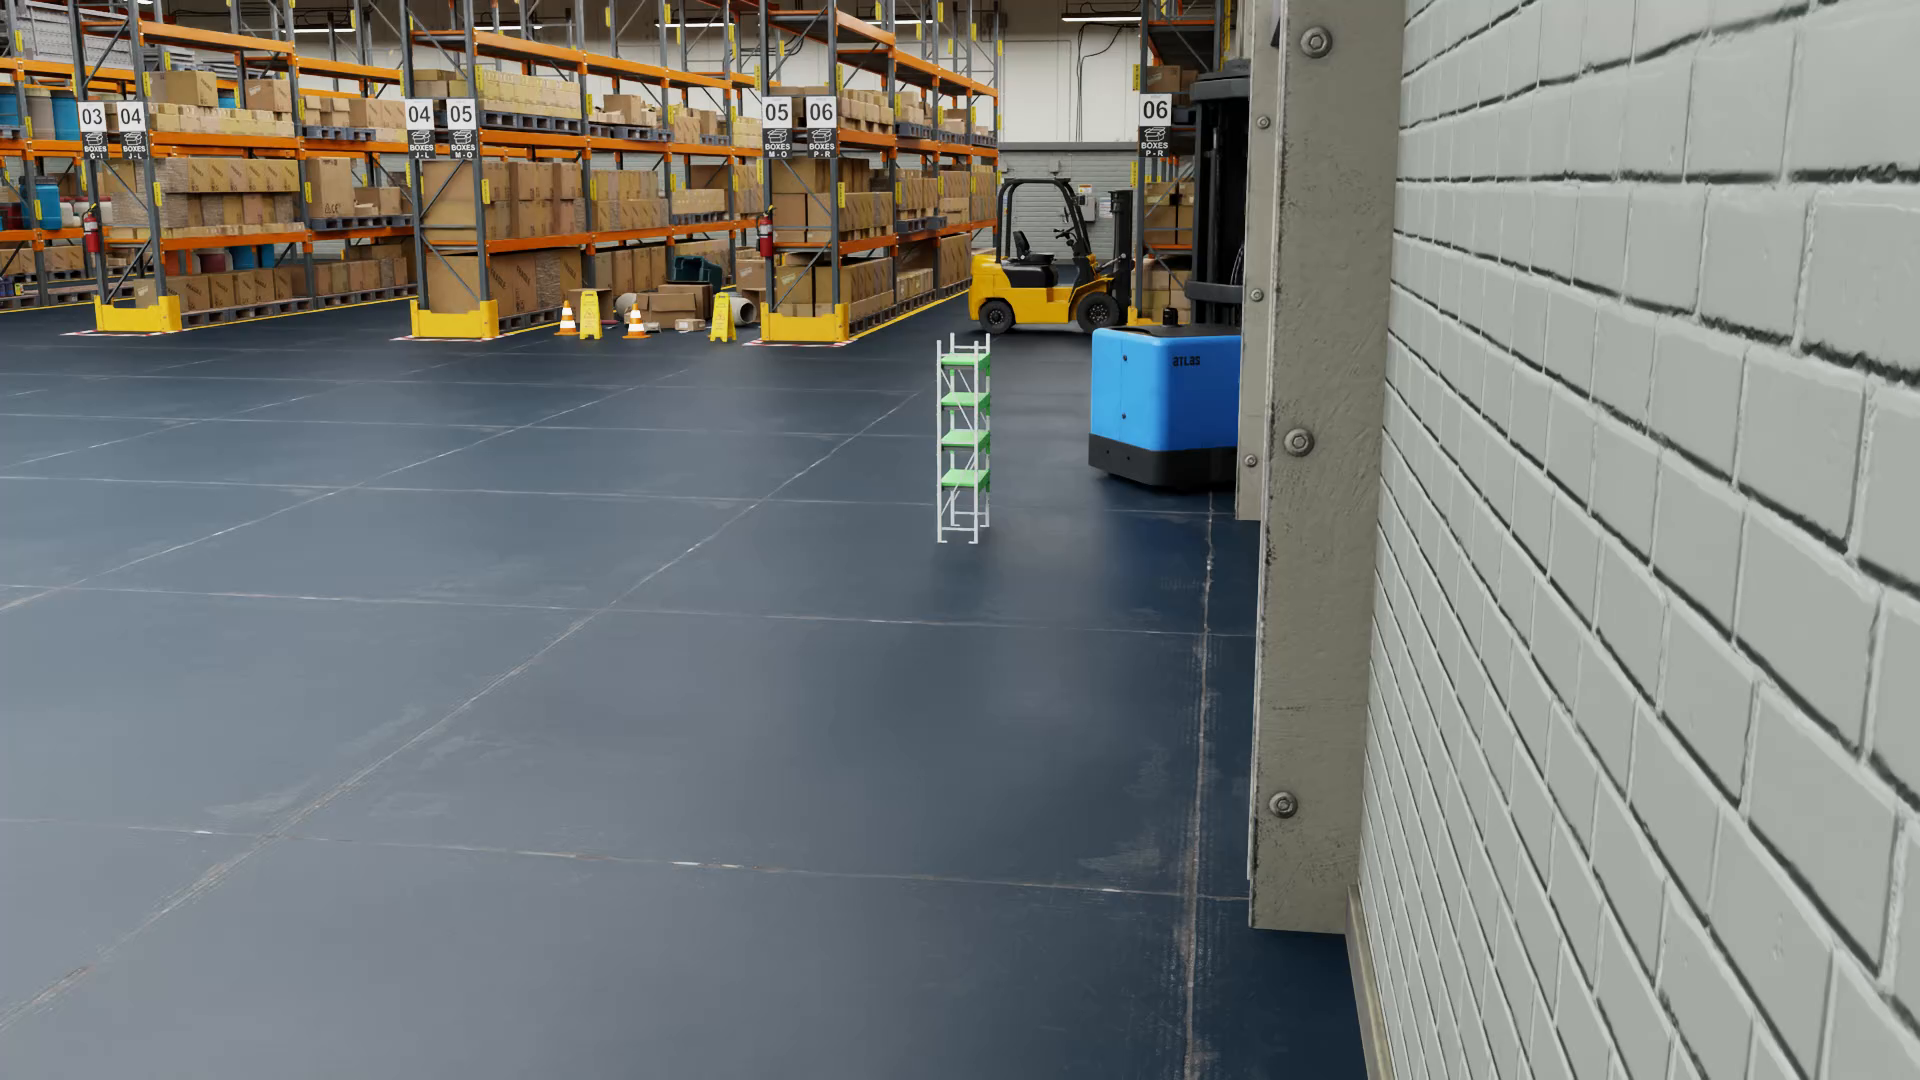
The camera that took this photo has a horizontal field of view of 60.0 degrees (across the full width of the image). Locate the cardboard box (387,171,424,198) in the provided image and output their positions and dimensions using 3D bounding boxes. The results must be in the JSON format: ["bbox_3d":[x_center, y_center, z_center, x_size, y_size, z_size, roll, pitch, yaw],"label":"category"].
[{"bbox_3d":[-10.550,-6.852,32.050,0.797,0.503,0.637,2,12,11],"label":"cardboard box"}]

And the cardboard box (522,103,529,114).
[{"bbox_3d":[-6.460,-6.236,24.050,0.380,0.149,0.250,2,12,8],"label":"cardboard box"}]

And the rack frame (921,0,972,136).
[{"bbox_3d":[-0.271,-9.606,33.204,1.000,3.000,0.127,2,12,9],"label":"rack frame"}]

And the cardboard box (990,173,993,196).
[{"bbox_3d":[0.454,-7.825,36.574,0.500,0.500,0.500,2,12,9],"label":"cardboard box"}]

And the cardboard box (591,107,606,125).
[{"bbox_3d":[-6.278,-7.302,28.612,0.500,0.311,0.500,2,12,8],"label":"cardboard box"}]

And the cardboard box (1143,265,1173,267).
[{"bbox_3d":[2.692,-3.683,23.117,0.500,0.250,0.500,2,12,9],"label":"cardboard box"}]

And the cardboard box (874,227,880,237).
[{"bbox_3d":[-1.403,-4.596,24.797,0.380,0.149,0.250,2,12,8],"label":"cardboard box"}]

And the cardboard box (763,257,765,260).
[{"bbox_3d":[-4.507,-6.266,37.014,0.380,0.149,0.250,2,12,9],"label":"cardboard box"}]

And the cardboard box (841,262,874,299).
[{"bbox_3d":[-1.555,-3.780,24.161,0.500,0.500,0.500,2,12,10],"label":"cardboard box"}]

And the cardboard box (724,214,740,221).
[{"bbox_3d":[-4.811,-6.738,34.734,0.380,0.149,0.250,2,12,11],"label":"cardboard box"}]

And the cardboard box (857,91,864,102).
[{"bbox_3d":[-1.561,-6.235,23.388,0.380,0.149,0.250,2,12,10],"label":"cardboard box"}]

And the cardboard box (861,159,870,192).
[{"bbox_3d":[-1.783,-5.606,25.569,0.700,0.500,0.500,2,12,8],"label":"cardboard box"}]

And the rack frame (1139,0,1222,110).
[{"bbox_3d":[2.788,-6.947,20.871,1.000,3.000,0.127,2,12,9],"label":"rack frame"}]

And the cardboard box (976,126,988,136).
[{"bbox_3d":[0.364,-9.056,36.897,0.500,0.250,0.500,1,12,3],"label":"cardboard box"}]

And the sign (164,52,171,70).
[{"bbox_3d":[-15.028,-9.080,31.533,0.100,0.325,0.005,2,12,9],"label":"sign"}]

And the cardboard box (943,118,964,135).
[{"bbox_3d":[-0.199,-8.111,32.603,0.500,0.311,0.500,2,12,9],"label":"cardboard box"}]

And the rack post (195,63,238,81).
[{"bbox_3d":[-15.143,-9.417,33.517,0.937,0.300,0.954,3,13,15],"label":"rack post"}]

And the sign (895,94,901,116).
[{"bbox_3d":[-0.964,-6.711,25.664,0.100,0.325,0.005,2,12,9],"label":"sign"}]

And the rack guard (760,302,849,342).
[{"bbox_3d":[-2.105,-2.969,22.582,1.175,0.500,0.348,2,12,9],"label":"rack guard"}]

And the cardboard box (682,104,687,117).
[{"bbox_3d":[-5.379,-8.106,31.312,0.396,0.266,0.258,2,12,9],"label":"cardboard box"}]

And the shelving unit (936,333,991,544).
[{"bbox_3d":[0.025,-0.621,10.027,0.258,1.200,0.503,2,12,9],"label":"shelving unit"}]

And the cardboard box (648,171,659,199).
[{"bbox_3d":[-5.872,-6.424,30.071,0.700,0.500,0.500,2,12,8],"label":"cardboard box"}]

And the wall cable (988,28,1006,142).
[{"bbox_3d":[0.940,-11.631,42.605,0.463,3.000,0.029,2,12,9],"label":"wall cable"}]

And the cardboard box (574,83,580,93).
[{"bbox_3d":[-6.150,-7.048,25.926,0.380,0.149,0.250,2,12,8],"label":"cardboard box"}]

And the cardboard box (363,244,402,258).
[{"bbox_3d":[-10.752,-5.381,30.949,0.500,0.250,0.500,2,12,11],"label":"cardboard box"}]

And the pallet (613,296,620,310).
[{"bbox_3d":[-6.364,-3.947,27.806,1.003,0.211,1.213,2,12,9],"label":"pallet"}]

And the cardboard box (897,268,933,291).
[{"bbox_3d":[-0.983,-4.644,29.661,0.950,0.372,0.625,1,12,5],"label":"cardboard box"}]

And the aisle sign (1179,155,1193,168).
[{"bbox_3d":[4.969,-8.640,36.794,0.394,0.787,0.004,2,12,9],"label":"aisle sign"}]

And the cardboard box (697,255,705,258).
[{"bbox_3d":[-5.284,-5.314,32.466,0.500,0.500,0.500,2,12,7],"label":"cardboard box"}]

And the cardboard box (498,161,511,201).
[{"bbox_3d":[-6.935,-5.109,23.660,0.875,0.550,0.550,2,12,9],"label":"cardboard box"}]

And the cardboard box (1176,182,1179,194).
[{"bbox_3d":[2.768,-4.765,22.499,0.380,0.149,0.250,2,12,9],"label":"cardboard box"}]

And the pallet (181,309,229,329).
[{"bbox_3d":[-11.737,-3.317,24.882,1.003,0.211,1.213,2,12,9],"label":"pallet"}]

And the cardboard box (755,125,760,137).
[{"bbox_3d":[-4.630,-8.860,36.036,0.500,0.250,0.500,1,12,6],"label":"cardboard box"}]

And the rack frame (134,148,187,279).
[{"bbox_3d":[-15.573,-6.322,32.207,1.000,3.000,0.127,2,12,9],"label":"rack frame"}]

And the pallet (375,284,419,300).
[{"bbox_3d":[-10.800,-4.635,31.002,1.003,0.211,1.213,2,12,9],"label":"pallet"}]

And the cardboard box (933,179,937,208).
[{"bbox_3d":[-0.682,-6.136,29.406,0.500,0.500,0.500,2,12,7],"label":"cardboard box"}]

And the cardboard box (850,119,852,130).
[{"bbox_3d":[-1.705,-5.741,22.988,0.380,0.149,0.250,2,12,8],"label":"cardboard box"}]

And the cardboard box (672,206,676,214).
[{"bbox_3d":[-5.525,-6.149,31.003,0.380,0.149,0.250,2,12,8],"label":"cardboard box"}]

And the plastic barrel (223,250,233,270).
[{"bbox_3d":[-15.342,-5.769,34.550,0.421,0.512,0.421,0,12,0],"label":"plastic barrel"}]

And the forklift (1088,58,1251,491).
[{"bbox_3d":[2.505,-1.952,12.092,3.031,2.935,1.130,-5,13,-23],"label":"forklift"}]

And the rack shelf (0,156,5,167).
[{"bbox_3d":[-24.439,-9.006,39.252,1.077,0.370,4.000,2,12,9],"label":"rack shelf"}]

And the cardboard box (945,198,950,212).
[{"bbox_3d":[-0.484,-6.216,30.887,0.500,0.250,0.500,2,12,10],"label":"cardboard box"}]

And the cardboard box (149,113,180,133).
[{"bbox_3d":[-11.579,-5.981,23.861,0.500,0.250,0.500,2,12,10],"label":"cardboard box"}]

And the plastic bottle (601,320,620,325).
[{"bbox_3d":[-5.279,-3.289,25.112,0.283,0.061,0.133,-2,12,-11],"label":"plastic bottle"}]

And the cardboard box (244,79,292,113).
[{"bbox_3d":[-11.111,-7.132,26.715,0.500,0.500,0.500,2,12,7],"label":"cardboard box"}]

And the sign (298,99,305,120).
[{"bbox_3d":[-10.756,-7.032,27.154,0.100,0.325,0.005,2,12,9],"label":"sign"}]

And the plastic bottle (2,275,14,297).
[{"bbox_3d":[-16.002,-4.266,27.911,0.144,0.351,0.185,2,12,7],"label":"plastic bottle"}]

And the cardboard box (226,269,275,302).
[{"bbox_3d":[-11.475,-4.110,26.883,0.500,0.500,0.500,6,14,27],"label":"cardboard box"}]

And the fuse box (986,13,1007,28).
[{"bbox_3d":[0.934,-13.179,42.193,0.513,0.334,0.176,2,12,9],"label":"fuse box"}]

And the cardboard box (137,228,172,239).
[{"bbox_3d":[-11.629,-4.425,24.001,0.380,0.149,0.250,2,12,9],"label":"cardboard box"}]
